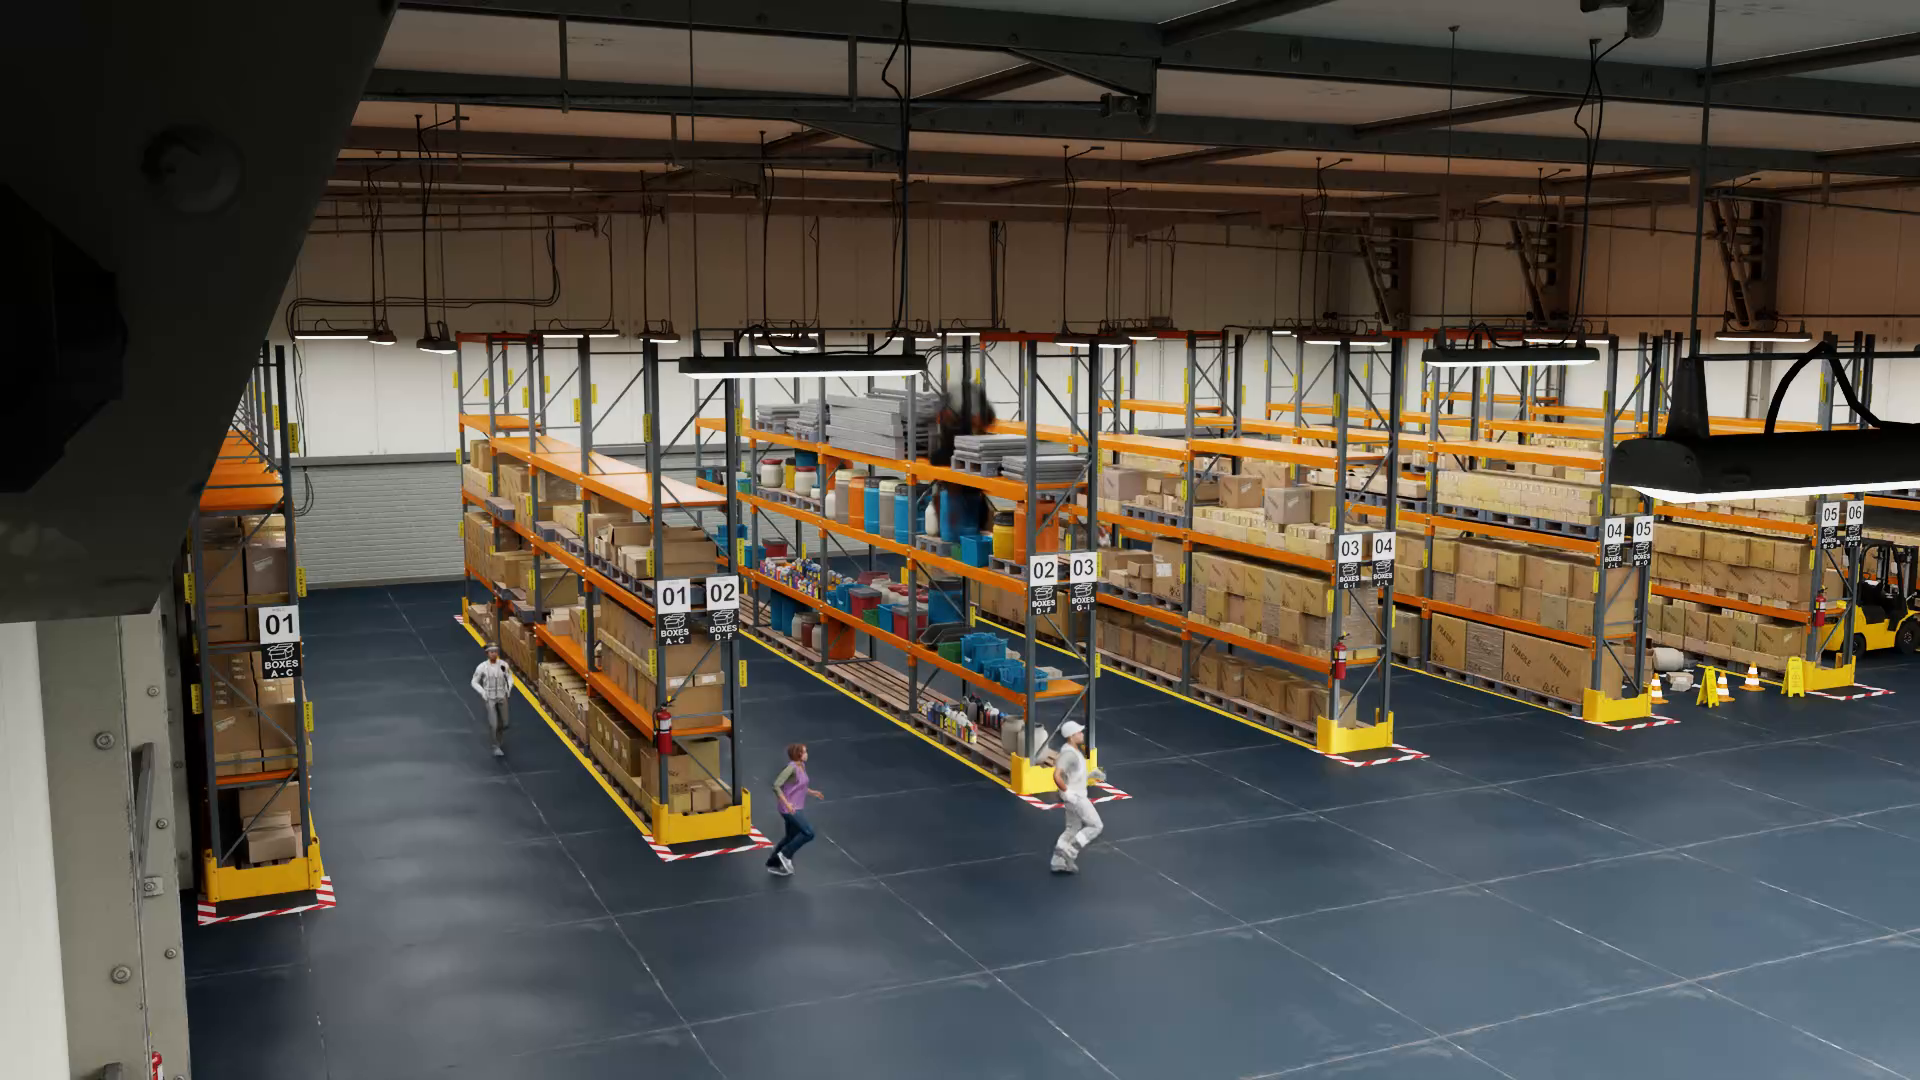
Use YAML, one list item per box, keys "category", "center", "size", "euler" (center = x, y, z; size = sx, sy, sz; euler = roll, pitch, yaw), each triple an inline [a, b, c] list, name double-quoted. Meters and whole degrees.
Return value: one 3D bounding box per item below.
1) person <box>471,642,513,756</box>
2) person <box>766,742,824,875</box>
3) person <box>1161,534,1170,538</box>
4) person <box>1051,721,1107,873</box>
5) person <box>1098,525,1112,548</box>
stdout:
- category: "person"
  center: [-6.751, 2.277, 24.074]
  size: [0.614, 1.647, 0.580]
  euler: [-4, 9, -30]
- category: "person"
  center: [-1.885, 3.046, 18.823]
  size: [0.658, 1.545, 0.516]
  euler: [1, 8, 9]
- category: "person"
  center: [4.348, 0.701, 35.166]
  size: [0.657, 1.835, 0.764]
  euler: [-4, 8, -25]
- category: "person"
  center: [1.351, 2.913, 18.871]
  size: [0.635, 1.741, 0.649]
  euler: [0, 8, -1]
- category: "person"
  center: [3.208, 0.459, 37.731]
  size: [0.549, 1.630, 0.851]
  euler: [-2, 8, -17]
